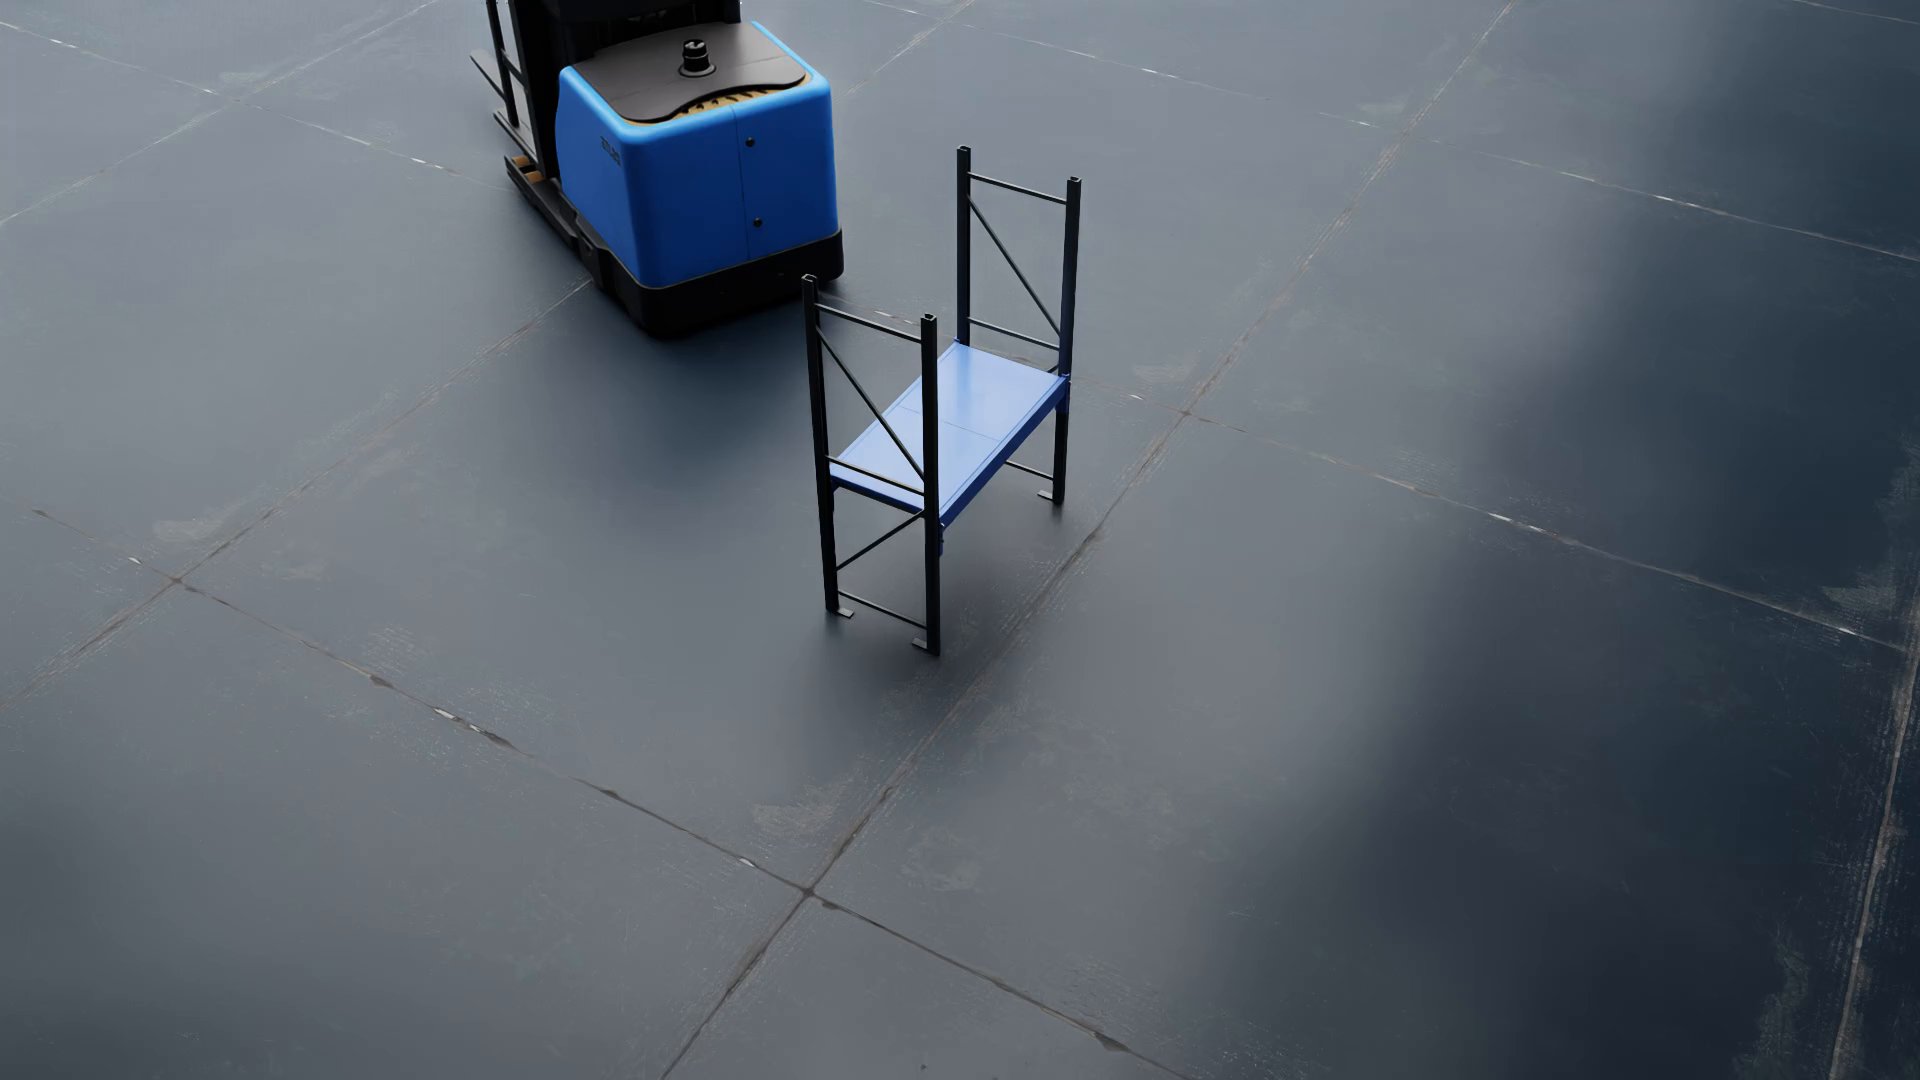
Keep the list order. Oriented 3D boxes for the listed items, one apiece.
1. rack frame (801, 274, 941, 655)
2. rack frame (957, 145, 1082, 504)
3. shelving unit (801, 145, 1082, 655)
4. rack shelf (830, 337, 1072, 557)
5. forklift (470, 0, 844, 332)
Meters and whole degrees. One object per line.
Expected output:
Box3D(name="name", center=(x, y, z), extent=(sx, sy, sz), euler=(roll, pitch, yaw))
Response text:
Box3D(name="rack frame", center=(-0.297, -0.223, 5.869), extent=(0.500, 1.500, 0.032), euler=(21, 45, 22))
Box3D(name="rack frame", center=(0.212, -0.805, 6.529), extent=(0.500, 1.500, 0.032), euler=(21, 45, 22))
Box3D(name="shelving unit", center=(-0.043, -0.514, 6.199), extent=(0.538, 1.500, 1.048), euler=(21, 45, 22))
Box3D(name="rack shelf", center=(-0.043, -0.379, 6.318), extent=(0.538, 0.185, 1.000), euler=(21, 45, 22))
Box3D(name="forklift", center=(-1.763, -3.019, 7.961), extent=(1.130, 2.935, 3.031), euler=(-22, 46, -23))
